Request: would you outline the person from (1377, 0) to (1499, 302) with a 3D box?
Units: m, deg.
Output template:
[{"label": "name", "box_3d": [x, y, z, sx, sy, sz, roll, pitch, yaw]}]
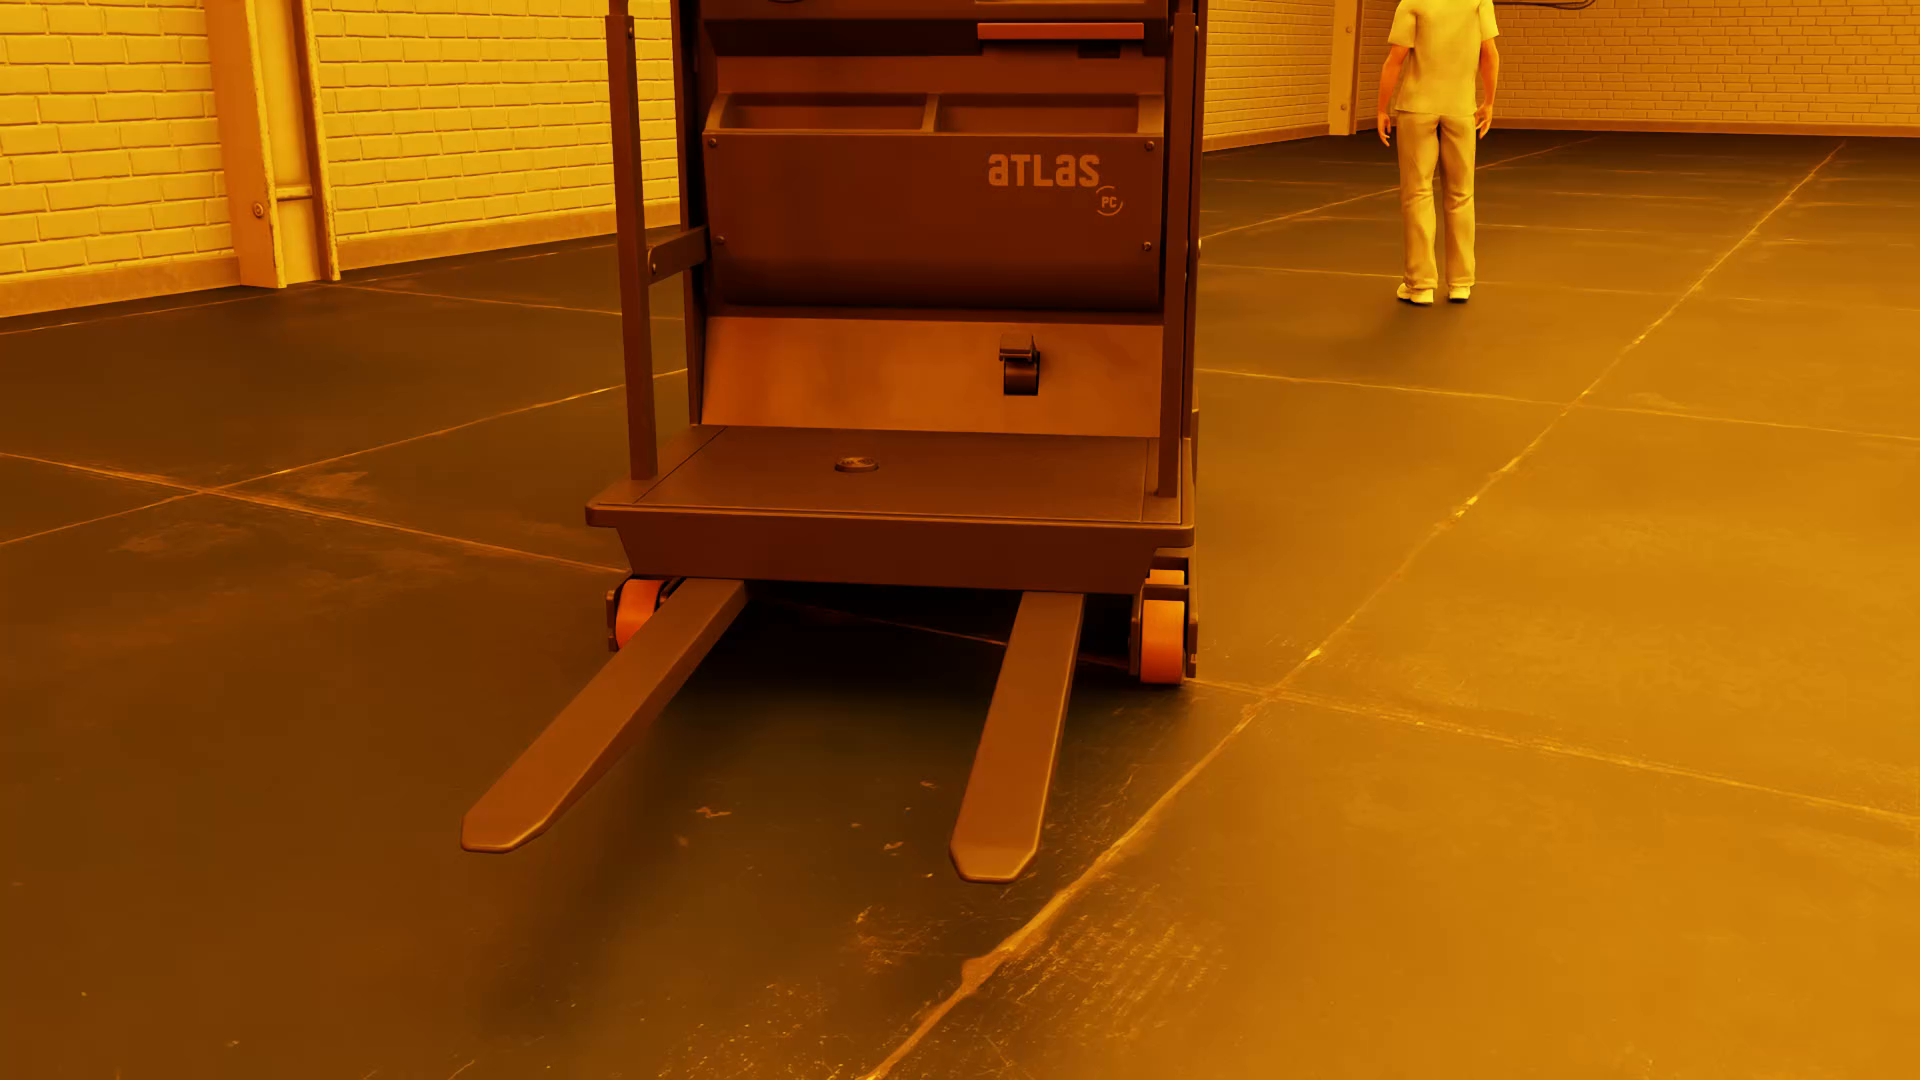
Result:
[{"label": "person", "box_3d": [2.175, -1.935, 7.619, 0.549, 1.675, 0.549, 1, 16, 3]}]

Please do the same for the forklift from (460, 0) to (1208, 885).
[{"label": "forklift", "box_3d": [-0.078, -1.236, 3.048, 1.130, 2.935, 3.031, 2, 17, 7]}]
